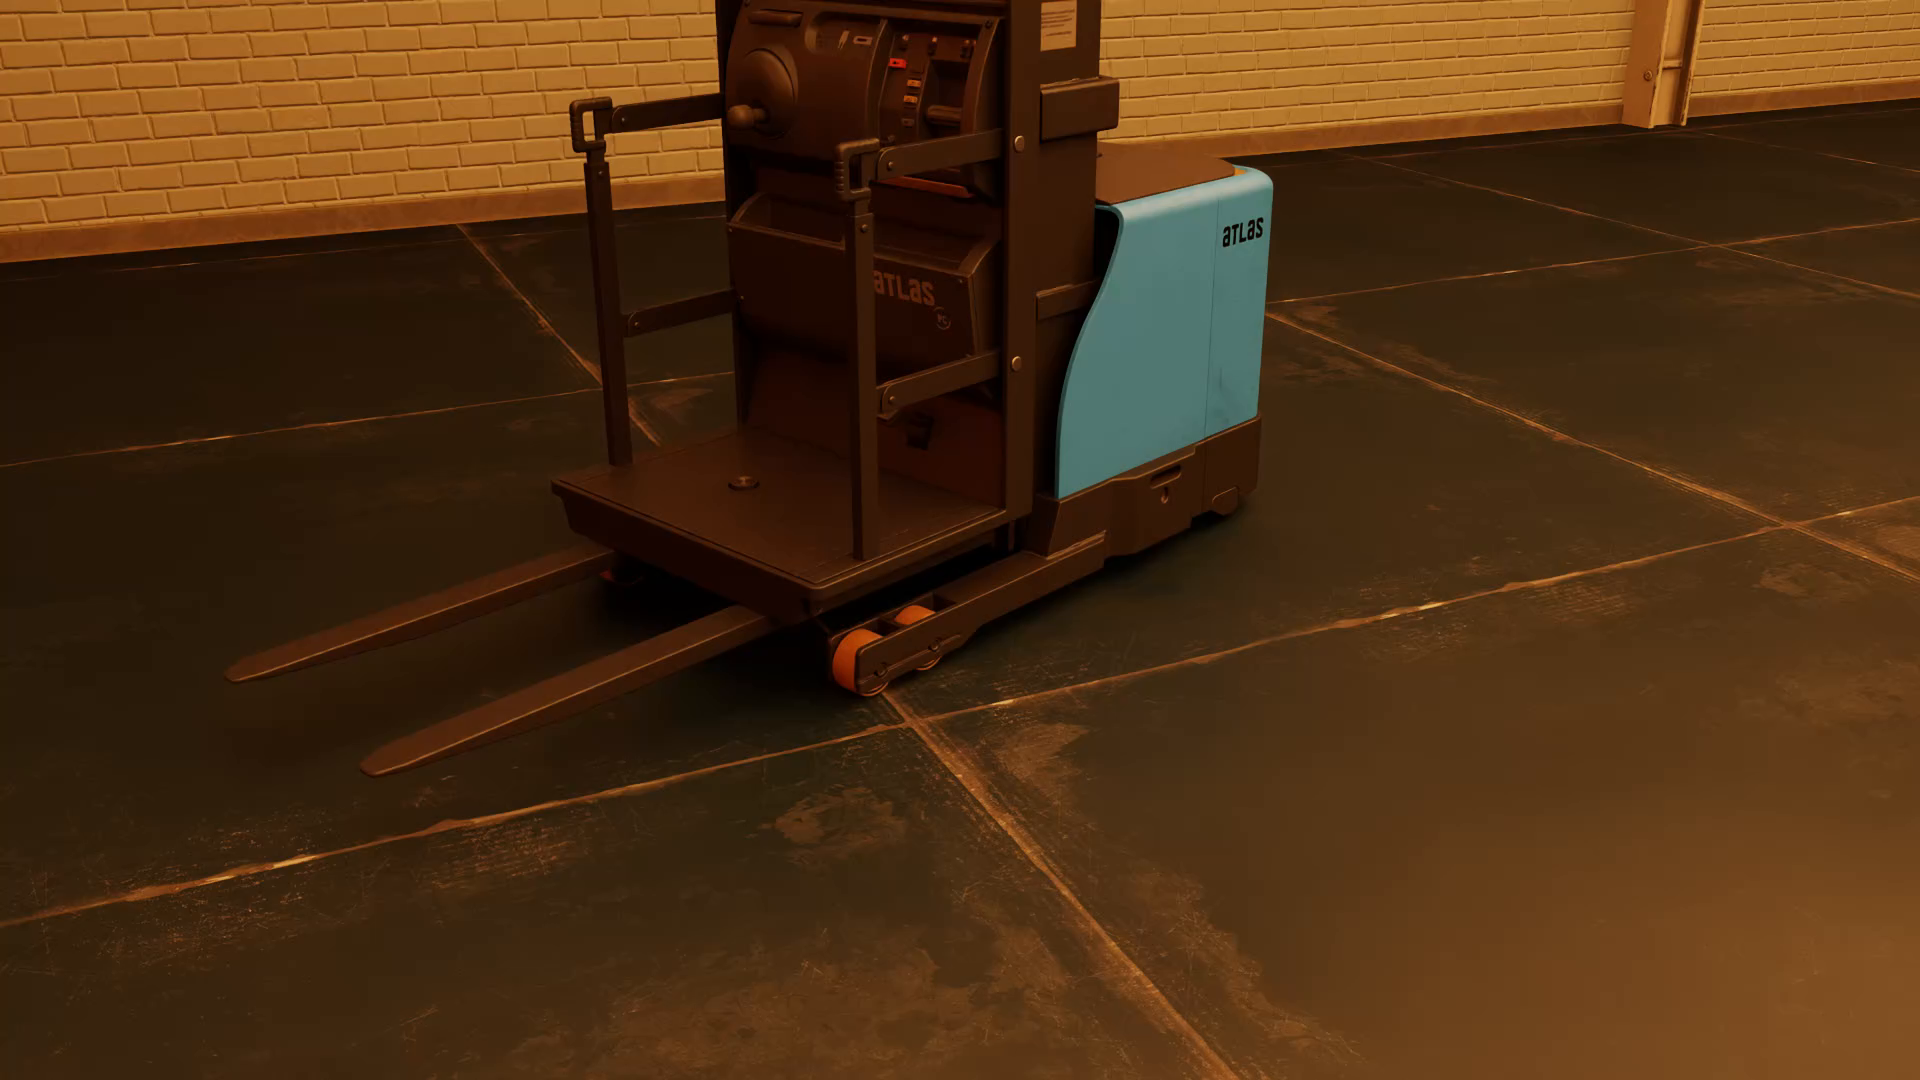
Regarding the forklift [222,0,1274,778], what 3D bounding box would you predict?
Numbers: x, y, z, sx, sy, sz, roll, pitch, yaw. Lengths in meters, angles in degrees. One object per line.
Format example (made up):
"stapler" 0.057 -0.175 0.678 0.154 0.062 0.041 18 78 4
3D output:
"forklift" -0.413 -1.182 4.131 1.130 2.935 3.031 19 29 39
